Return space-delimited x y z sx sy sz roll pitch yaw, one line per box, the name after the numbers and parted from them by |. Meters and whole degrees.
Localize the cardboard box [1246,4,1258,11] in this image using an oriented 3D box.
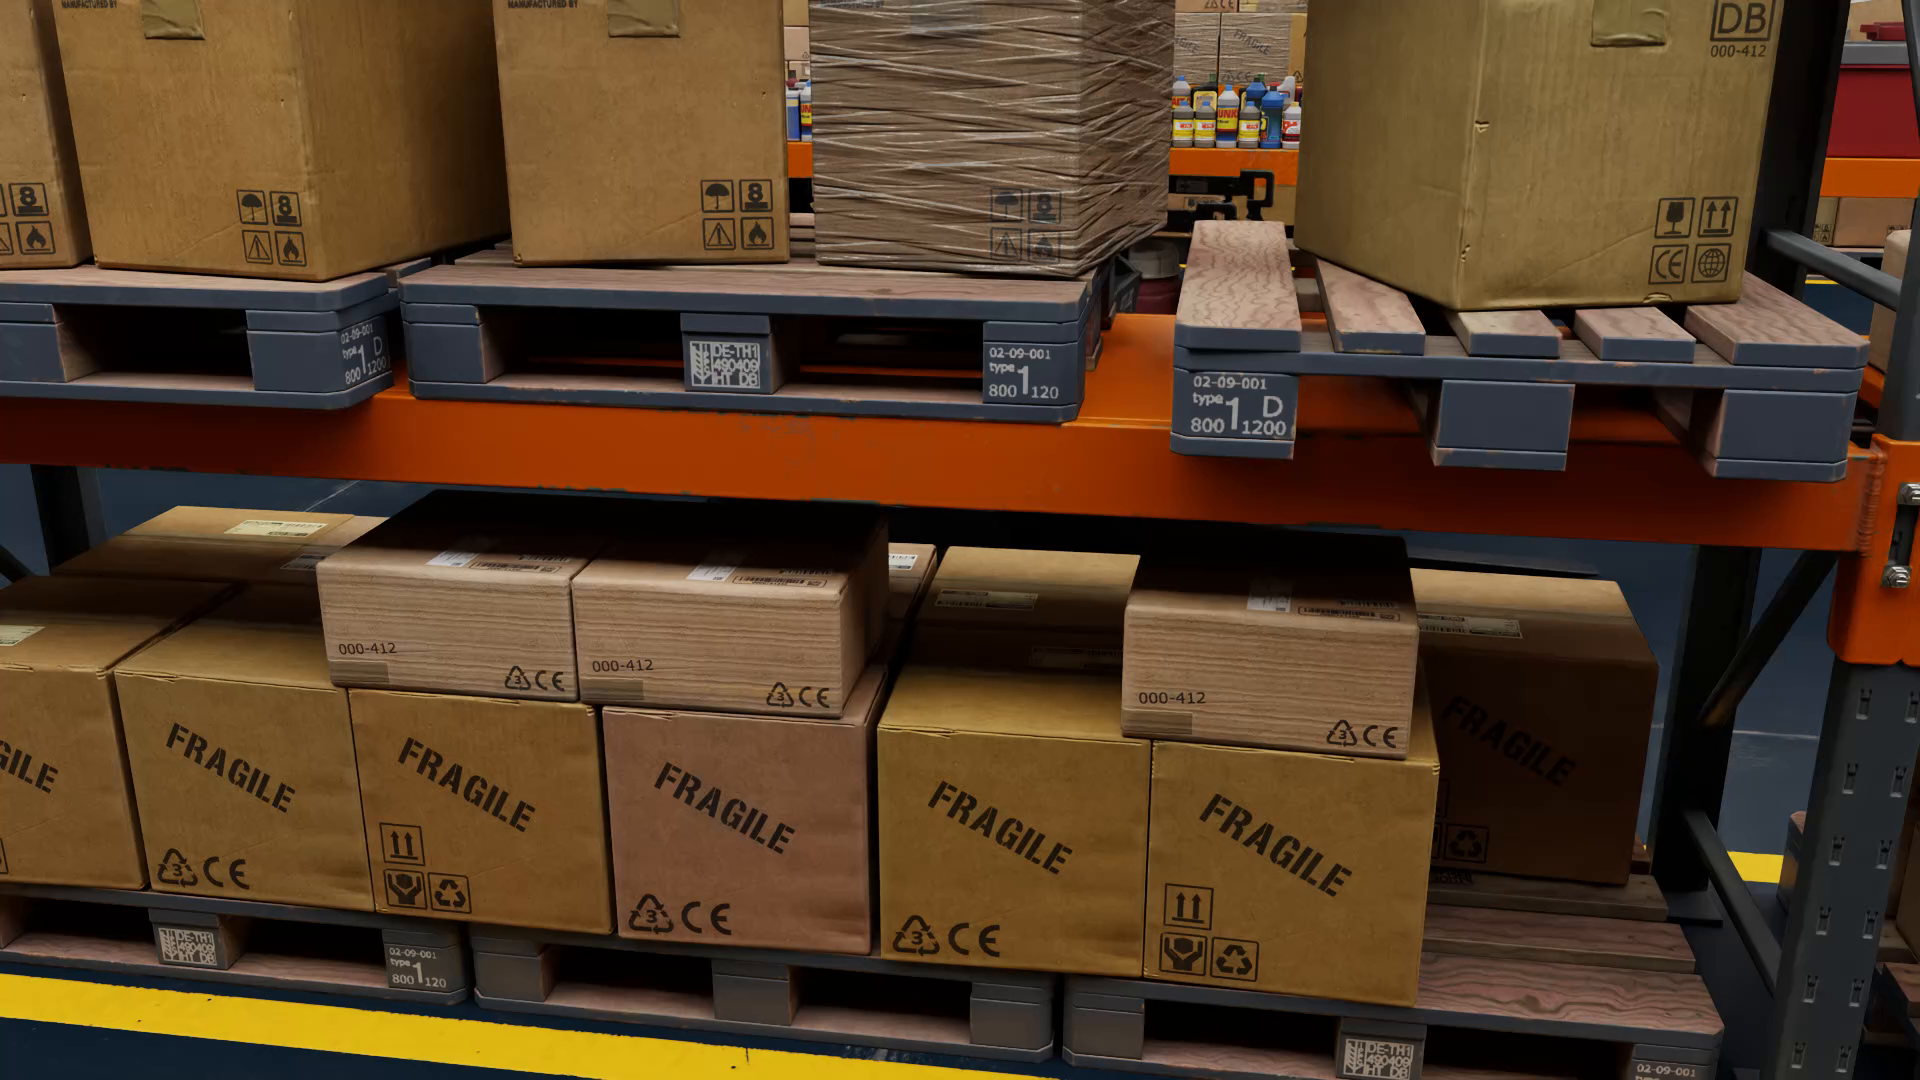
2.975 -5.254 16.545 0.250 0.149 0.380 3 19 10 | cardboard box

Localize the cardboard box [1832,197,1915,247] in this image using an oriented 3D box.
6.519 -2.437 12.104 0.500 0.500 0.700 1 19 4 | cardboard box

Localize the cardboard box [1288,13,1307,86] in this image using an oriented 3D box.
2.646 -3.572 12.093 0.500 0.500 0.500 4 19 10 | cardboard box

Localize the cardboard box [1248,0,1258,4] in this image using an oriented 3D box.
2.997 -5.395 16.498 0.250 0.149 0.380 4 19 10 | cardboard box

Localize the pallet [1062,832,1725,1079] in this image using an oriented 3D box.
0.867 0.799 3.581 1.213 0.211 1.003 3 19 9 | pallet

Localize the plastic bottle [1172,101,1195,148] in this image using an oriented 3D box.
1.005 -1.870 7.479 0.097 0.201 0.097 0 18 0 | plastic bottle

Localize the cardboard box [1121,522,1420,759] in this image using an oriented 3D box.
0.581 0.172 3.125 0.500 0.250 0.500 4 19 11 | cardboard box

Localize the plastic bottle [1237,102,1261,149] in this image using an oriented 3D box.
1.293 -1.856 7.435 0.097 0.201 0.097 0 18 0 | plastic bottle

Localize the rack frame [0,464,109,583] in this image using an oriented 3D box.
-2.351 -0.675 3.593 0.127 3.000 1.000 3 19 9 | rack frame

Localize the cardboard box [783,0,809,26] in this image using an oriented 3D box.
-1.273 -4.143 12.544 0.500 0.500 0.500 3 19 10 | cardboard box

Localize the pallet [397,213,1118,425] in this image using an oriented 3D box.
-0.323 -0.479 3.310 1.213 0.211 1.003 3 19 9 | pallet

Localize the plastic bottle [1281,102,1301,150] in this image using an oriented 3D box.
1.485 -1.846 7.405 0.097 0.201 0.097 0 18 0 | plastic bottle

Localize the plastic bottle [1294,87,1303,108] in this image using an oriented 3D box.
1.694 -2.124 8.107 0.133 0.283 0.061 3 19 9 | plastic bottle

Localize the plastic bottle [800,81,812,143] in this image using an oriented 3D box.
-0.694 -1.990 7.726 0.097 0.271 0.097 0 18 0 | plastic bottle

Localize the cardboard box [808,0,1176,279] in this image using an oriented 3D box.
0.086 -0.822 3.214 0.500 0.500 0.700 7 20 19 | cardboard box

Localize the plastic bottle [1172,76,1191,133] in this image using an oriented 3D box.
1.085 -2.143 8.184 0.097 0.271 0.097 0 18 0 | plastic bottle

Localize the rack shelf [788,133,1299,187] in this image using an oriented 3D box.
0.413 -1.785 8.044 4.000 0.370 1.077 3 19 9 | rack shelf

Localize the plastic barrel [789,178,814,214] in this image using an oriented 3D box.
-1.028 -1.398 8.399 0.708 0.901 0.600 3 19 9 | plastic barrel

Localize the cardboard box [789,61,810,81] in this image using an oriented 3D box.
-1.129 -3.572 12.647 0.250 0.149 0.380 3 19 9 | cardboard box

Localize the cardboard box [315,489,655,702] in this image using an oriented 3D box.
-0.925 0.097 3.349 0.500 0.250 0.500 3 19 9 | cardboard box

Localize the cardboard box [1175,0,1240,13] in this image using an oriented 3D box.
1.811 -4.176 12.317 0.637 0.503 0.797 3 19 10 | cardboard box

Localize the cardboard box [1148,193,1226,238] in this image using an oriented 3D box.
1.616 -2.857 12.801 0.875 0.875 1.225 3 19 9 | cardboard box

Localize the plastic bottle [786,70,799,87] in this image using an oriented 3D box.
-0.886 -2.255 8.500 0.133 0.283 0.061 3 19 9 | plastic bottle

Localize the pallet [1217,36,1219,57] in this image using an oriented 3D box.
2.098 -5.122 17.185 1.213 0.211 1.003 3 19 9 | pallet

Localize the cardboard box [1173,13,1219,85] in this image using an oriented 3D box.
1.642 -3.624 12.248 0.500 0.500 0.500 2 19 7 | cardboard box

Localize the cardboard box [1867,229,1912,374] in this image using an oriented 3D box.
1.950 -0.399 2.910 0.500 0.311 0.500 4 19 12 | cardboard box

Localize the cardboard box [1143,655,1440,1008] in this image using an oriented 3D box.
0.637 0.530 3.239 0.500 0.500 0.500 4 19 11 | cardboard box

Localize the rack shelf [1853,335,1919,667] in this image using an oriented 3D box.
3.573 -0.032 2.805 4.000 0.370 1.077 3 19 9 | rack shelf

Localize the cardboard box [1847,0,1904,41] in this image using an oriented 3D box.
6.360 -3.943 11.753 1.000 1.000 1.000 3 19 9 | cardboard box

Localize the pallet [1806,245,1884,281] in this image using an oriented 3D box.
6.353 -2.092 12.223 1.213 0.211 1.003 3 19 9 | pallet

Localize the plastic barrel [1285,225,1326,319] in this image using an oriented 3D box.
1.902 -1.215 7.964 0.708 0.830 0.600 3 19 9 | plastic barrel

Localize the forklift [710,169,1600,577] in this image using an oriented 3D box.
0.676 -1.310 5.598 3.031 2.935 1.130 5 19 16 | forklift

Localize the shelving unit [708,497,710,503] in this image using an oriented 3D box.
-0.852 -0.653 6.363 0.189 1.200 0.258 5 19 16 | shelving unit

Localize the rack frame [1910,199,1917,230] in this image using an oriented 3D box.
7.122 -3.376 11.665 0.127 3.000 1.000 3 19 9 | rack frame

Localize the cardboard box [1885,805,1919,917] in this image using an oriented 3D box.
2.156 0.581 3.510 0.500 0.250 0.500 3 19 10 | cardboard box

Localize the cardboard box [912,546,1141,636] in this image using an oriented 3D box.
0.182 0.339 3.808 0.500 0.500 0.500 3 19 8 | cardboard box

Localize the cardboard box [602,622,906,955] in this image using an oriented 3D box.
-0.393 0.479 3.390 0.500 0.500 0.500 2 19 7 | cardboard box

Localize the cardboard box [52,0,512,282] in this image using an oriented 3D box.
-1.230 -0.813 3.186 0.500 0.500 0.700 6 19 17 | cardboard box

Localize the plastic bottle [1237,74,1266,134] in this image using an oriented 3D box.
1.429 -2.137 8.147 0.133 0.283 0.061 3 19 9 | plastic bottle

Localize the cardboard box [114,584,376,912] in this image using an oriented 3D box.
-1.384 0.426 3.549 0.500 0.500 0.500 3 19 9 | cardboard box

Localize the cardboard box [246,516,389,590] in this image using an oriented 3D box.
-1.332 0.264 4.032 0.500 0.500 0.500 3 19 9 | cardboard box

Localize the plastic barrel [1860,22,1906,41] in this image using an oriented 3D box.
4.275 -2.064 7.530 0.433 0.535 0.433 0 18 0 | plastic barrel

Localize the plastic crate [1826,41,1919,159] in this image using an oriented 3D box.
3.934 -1.878 7.089 0.583 0.464 0.402 3 19 9 | plastic crate

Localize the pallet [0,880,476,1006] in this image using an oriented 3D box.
-1.542 0.677 3.948 1.213 0.211 1.003 3 19 9 | pallet

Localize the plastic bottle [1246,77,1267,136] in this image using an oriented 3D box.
1.435 -2.106 8.073 0.097 0.271 0.097 0 18 0 | plastic bottle
